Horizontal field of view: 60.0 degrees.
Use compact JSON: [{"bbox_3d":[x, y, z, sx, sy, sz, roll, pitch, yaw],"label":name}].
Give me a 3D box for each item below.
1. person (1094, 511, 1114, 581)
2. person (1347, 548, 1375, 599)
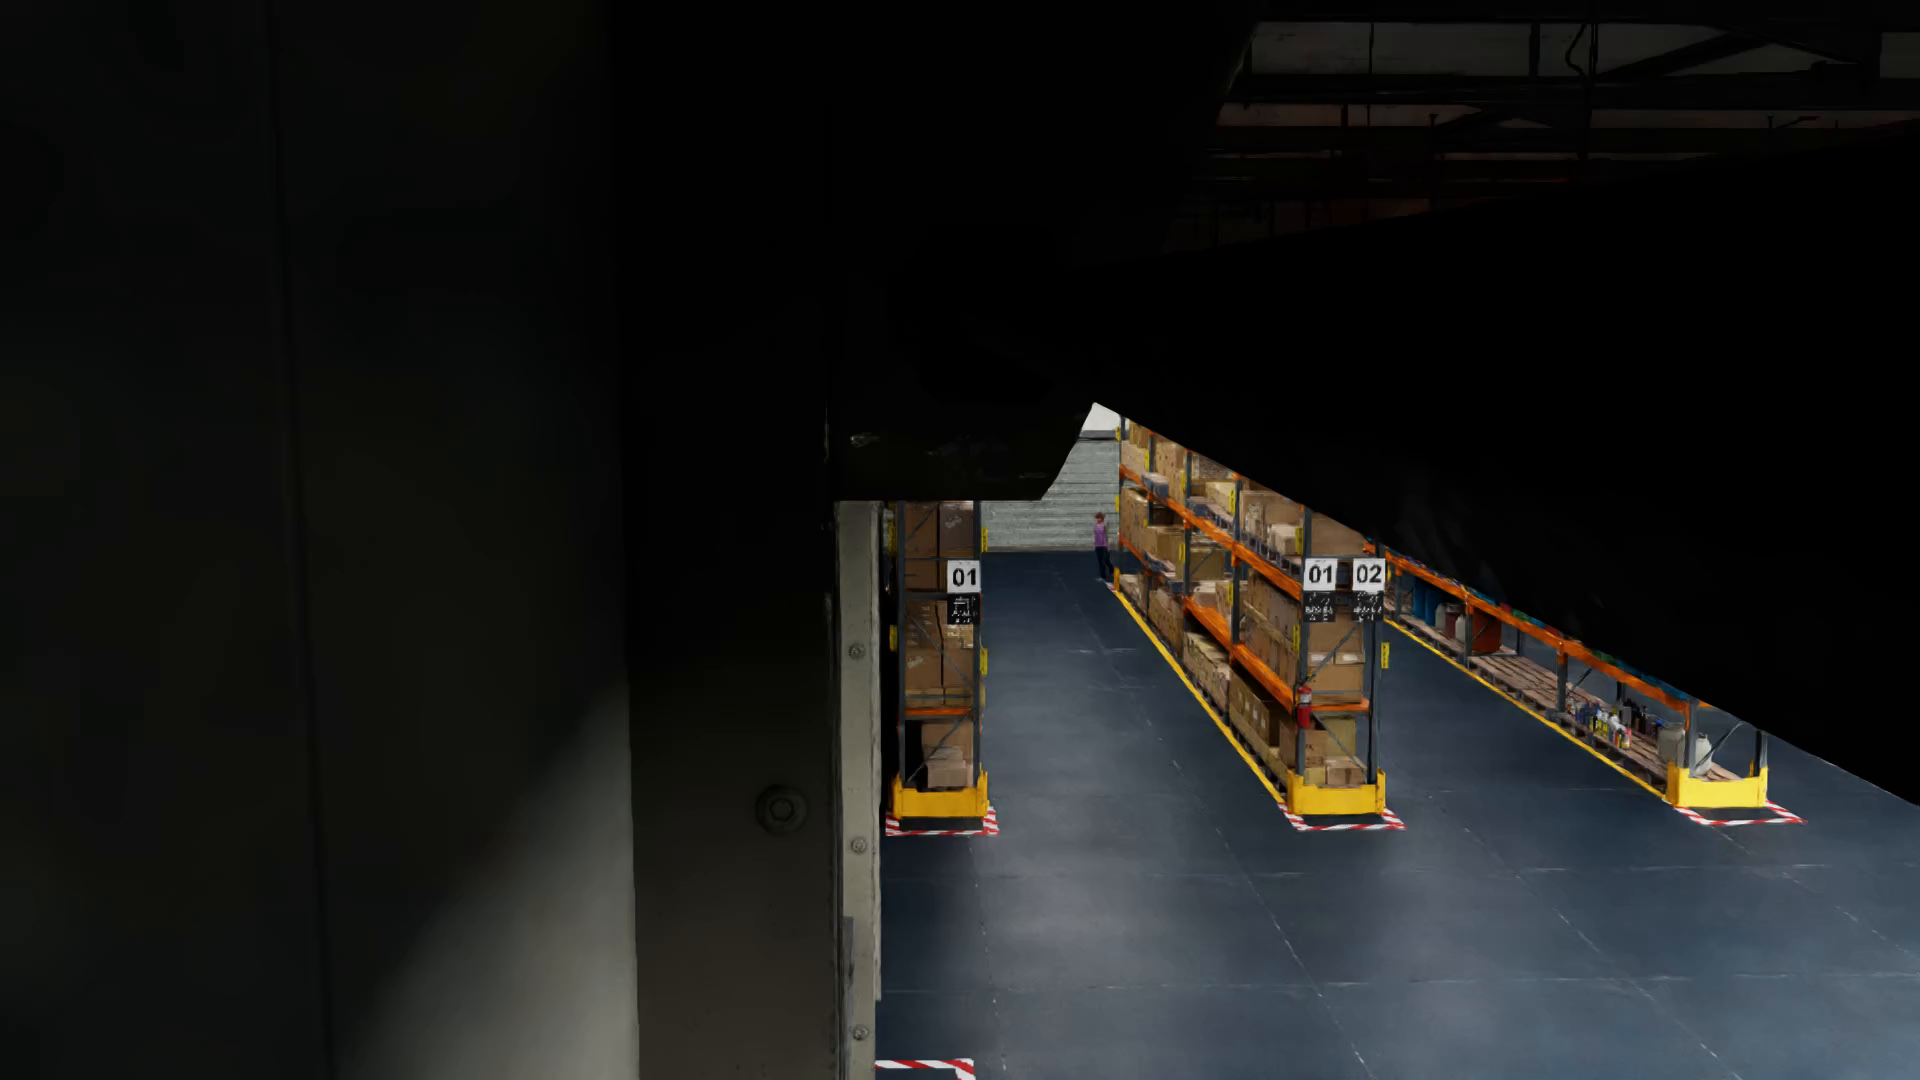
[{"bbox_3d":[3.283,0.139,37.524,0.487,1.592,0.501,-7,11,-41],"label":"person"},{"bbox_3d":[8.545,0.373,35.415,0.592,1.754,0.997,3,9,18],"label":"person"}]
